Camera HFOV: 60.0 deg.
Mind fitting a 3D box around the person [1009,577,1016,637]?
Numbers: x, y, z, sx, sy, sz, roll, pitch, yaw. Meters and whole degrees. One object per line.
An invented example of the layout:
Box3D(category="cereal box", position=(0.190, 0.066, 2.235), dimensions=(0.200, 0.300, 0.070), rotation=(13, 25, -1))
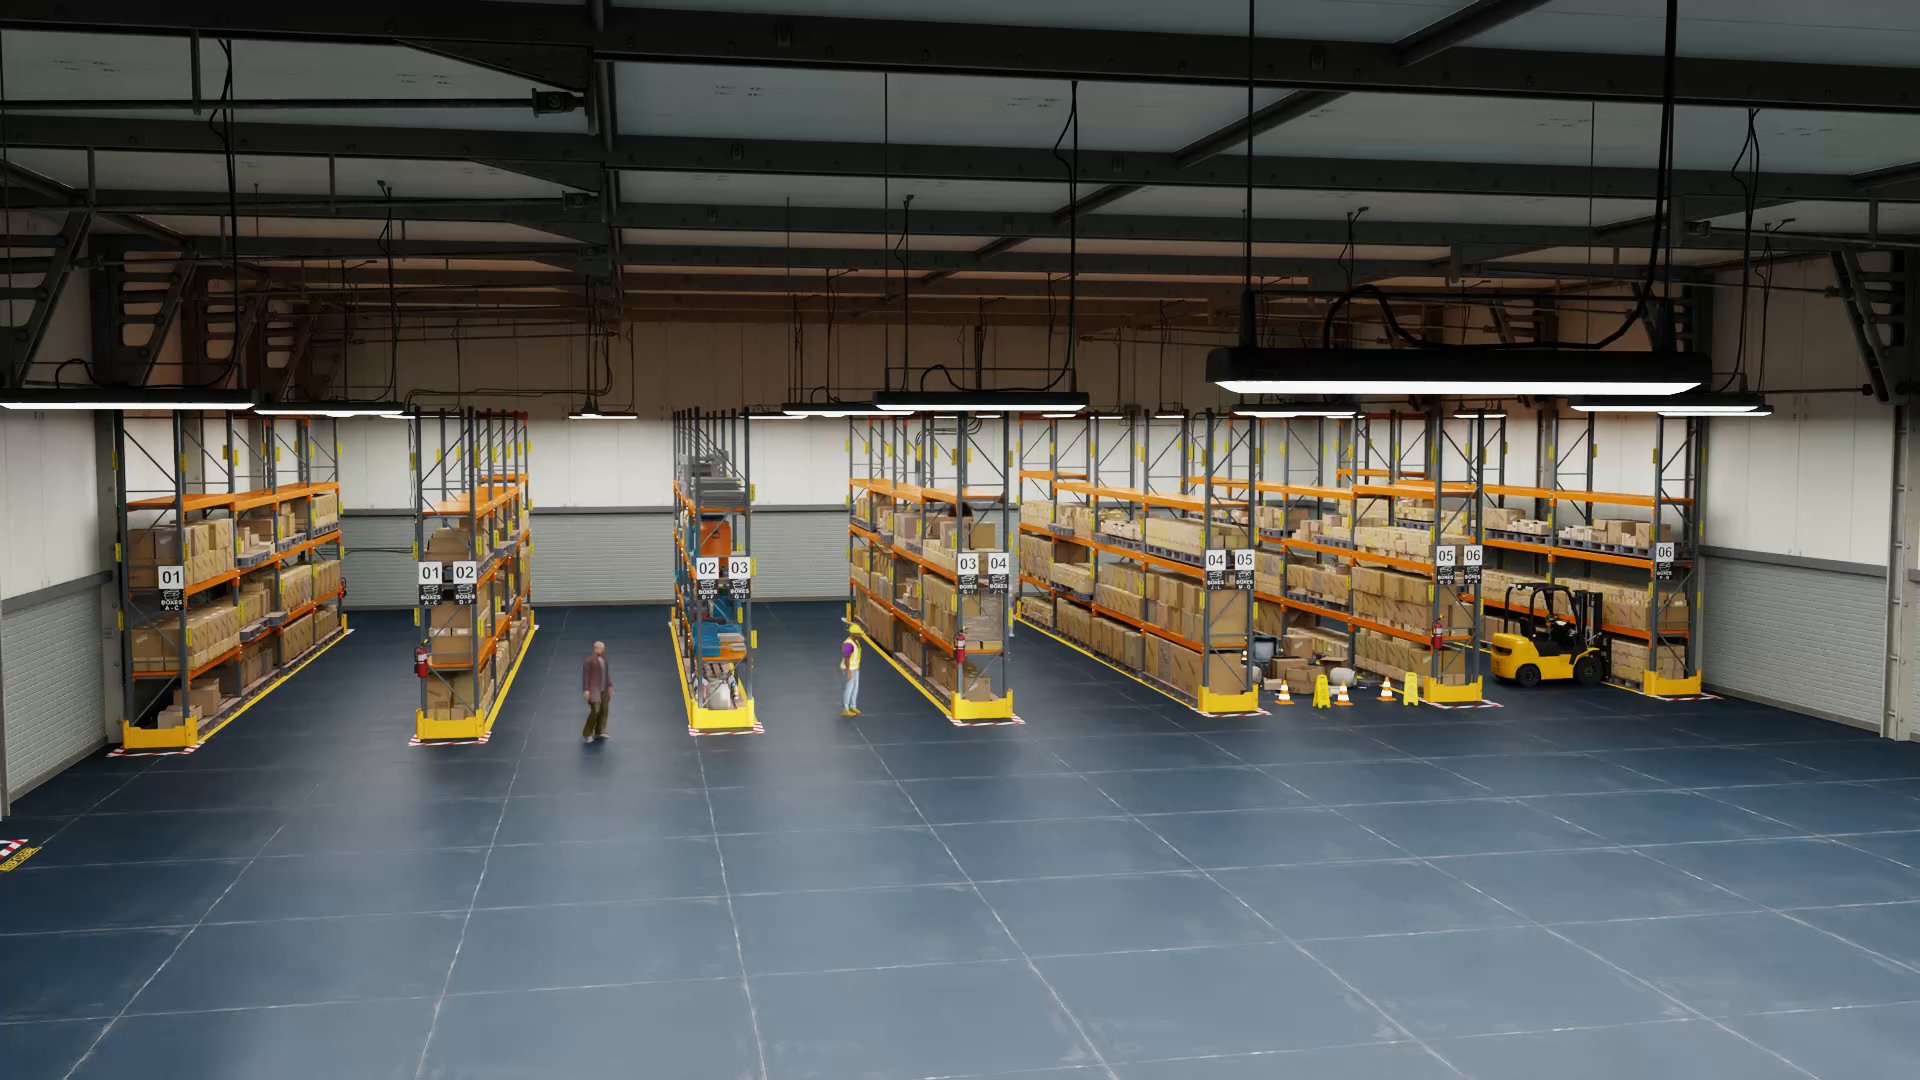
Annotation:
Box3D(category="person", position=(1.249, 1.759, 44.337), dimensions=(0.512, 1.625, 1.014), rotation=(-1, 4, -7))

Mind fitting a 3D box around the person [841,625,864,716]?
Box3D(category="person", position=(-2.103, 2.537, 32.478), dimensions=(0.449, 1.774, 0.616), rotation=(1, 4, 17))

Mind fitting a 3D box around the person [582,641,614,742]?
Box3D(category="person", position=(-6.506, 2.745, 29.980), dimensions=(0.476, 1.834, 0.637), rotation=(2, 5, 27))
